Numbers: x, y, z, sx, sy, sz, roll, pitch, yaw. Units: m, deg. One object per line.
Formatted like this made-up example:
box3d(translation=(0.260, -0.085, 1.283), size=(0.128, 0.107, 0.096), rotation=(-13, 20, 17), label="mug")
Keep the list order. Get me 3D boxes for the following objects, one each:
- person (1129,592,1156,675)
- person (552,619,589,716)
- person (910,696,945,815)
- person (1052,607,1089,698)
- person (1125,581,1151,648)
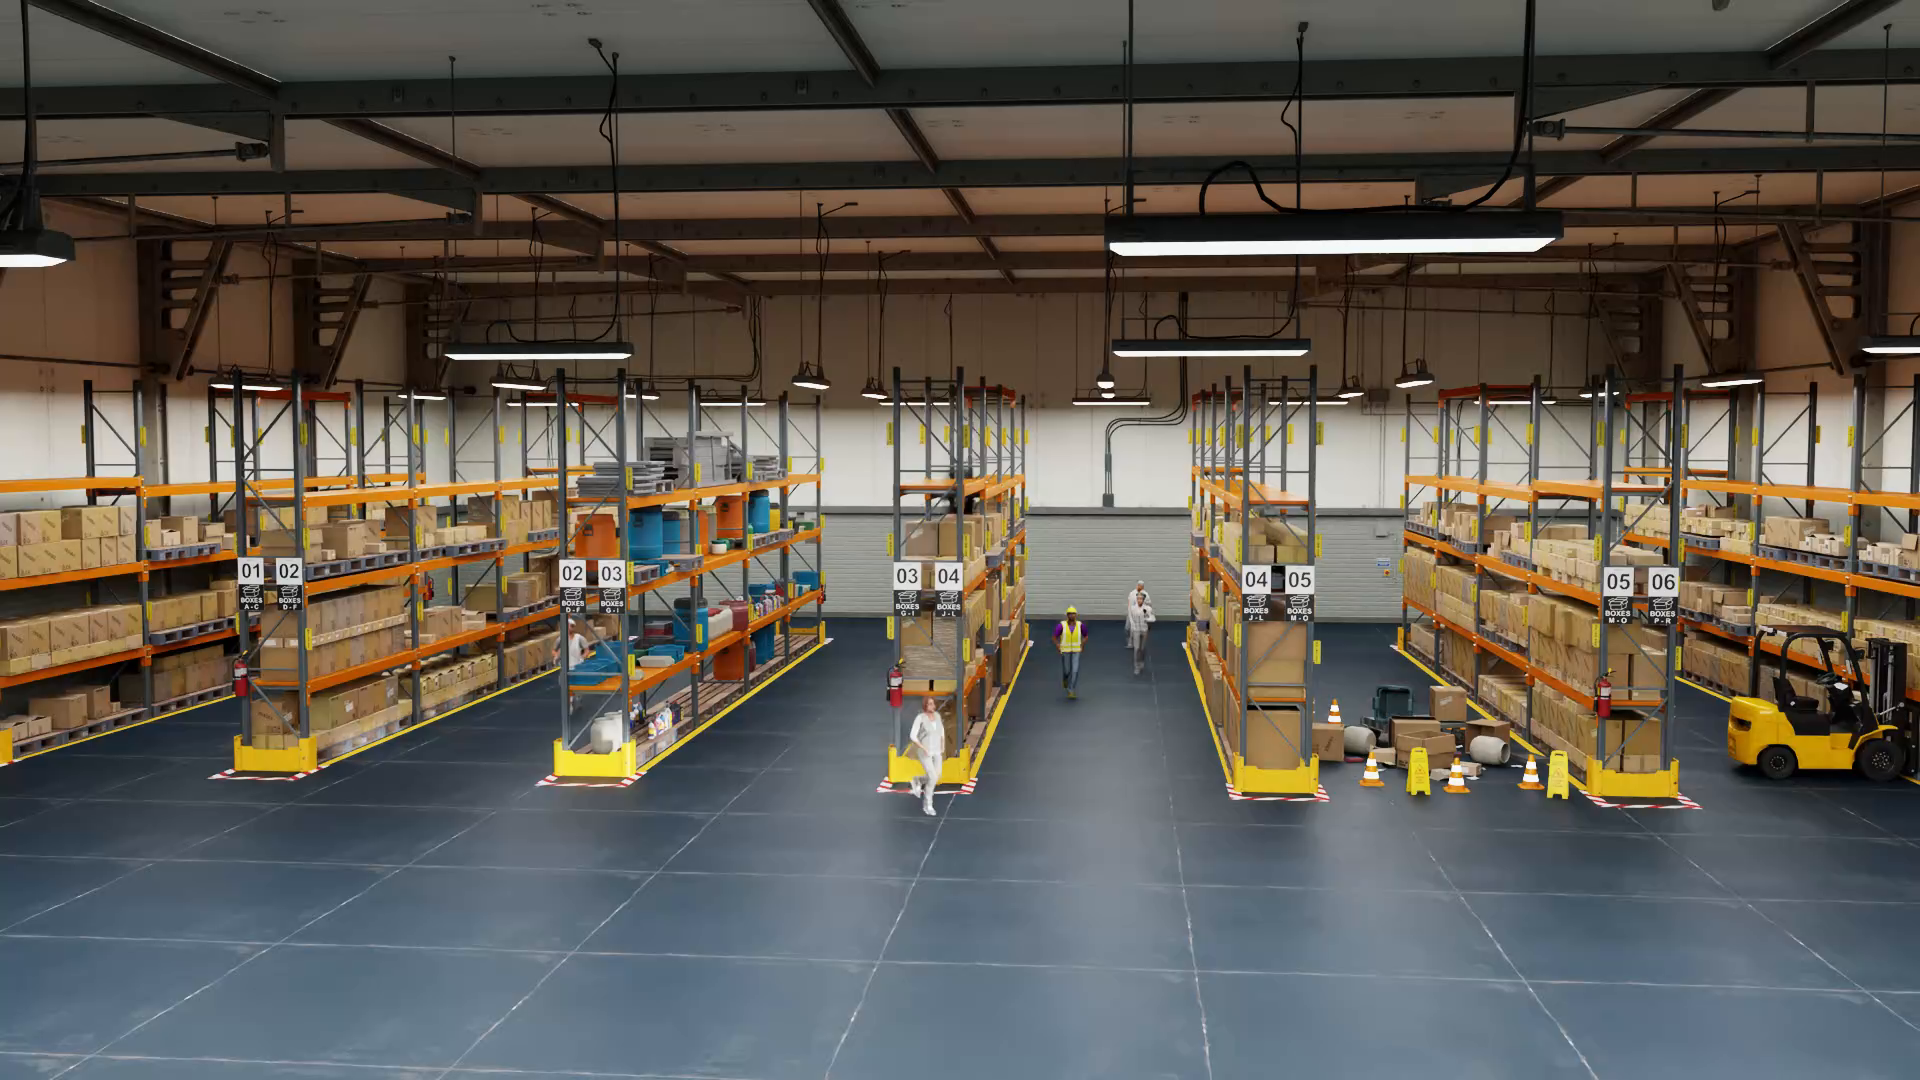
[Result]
box3d(translation=(3.863, 1.971, 35.283), size=(0.586, 1.747, 0.777), rotation=(1, 4, 10), label="person")
box3d(translation=(-6.988, 2.280, 29.824), size=(0.653, 1.736, 0.621), rotation=(0, 4, -4), label="person")
box3d(translation=(-0.463, 2.852, 22.219), size=(0.549, 1.584, 0.608), rotation=(-3, 4, -36), label="person")
box3d(translation=(2.140, 2.151, 31.985), size=(0.720, 1.738, 0.787), rotation=(0, 4, -3), label="person")
box3d(translation=(4.191, 1.754, 39.350), size=(0.691, 1.604, 0.547), rotation=(2, 4, 26), label="person")
